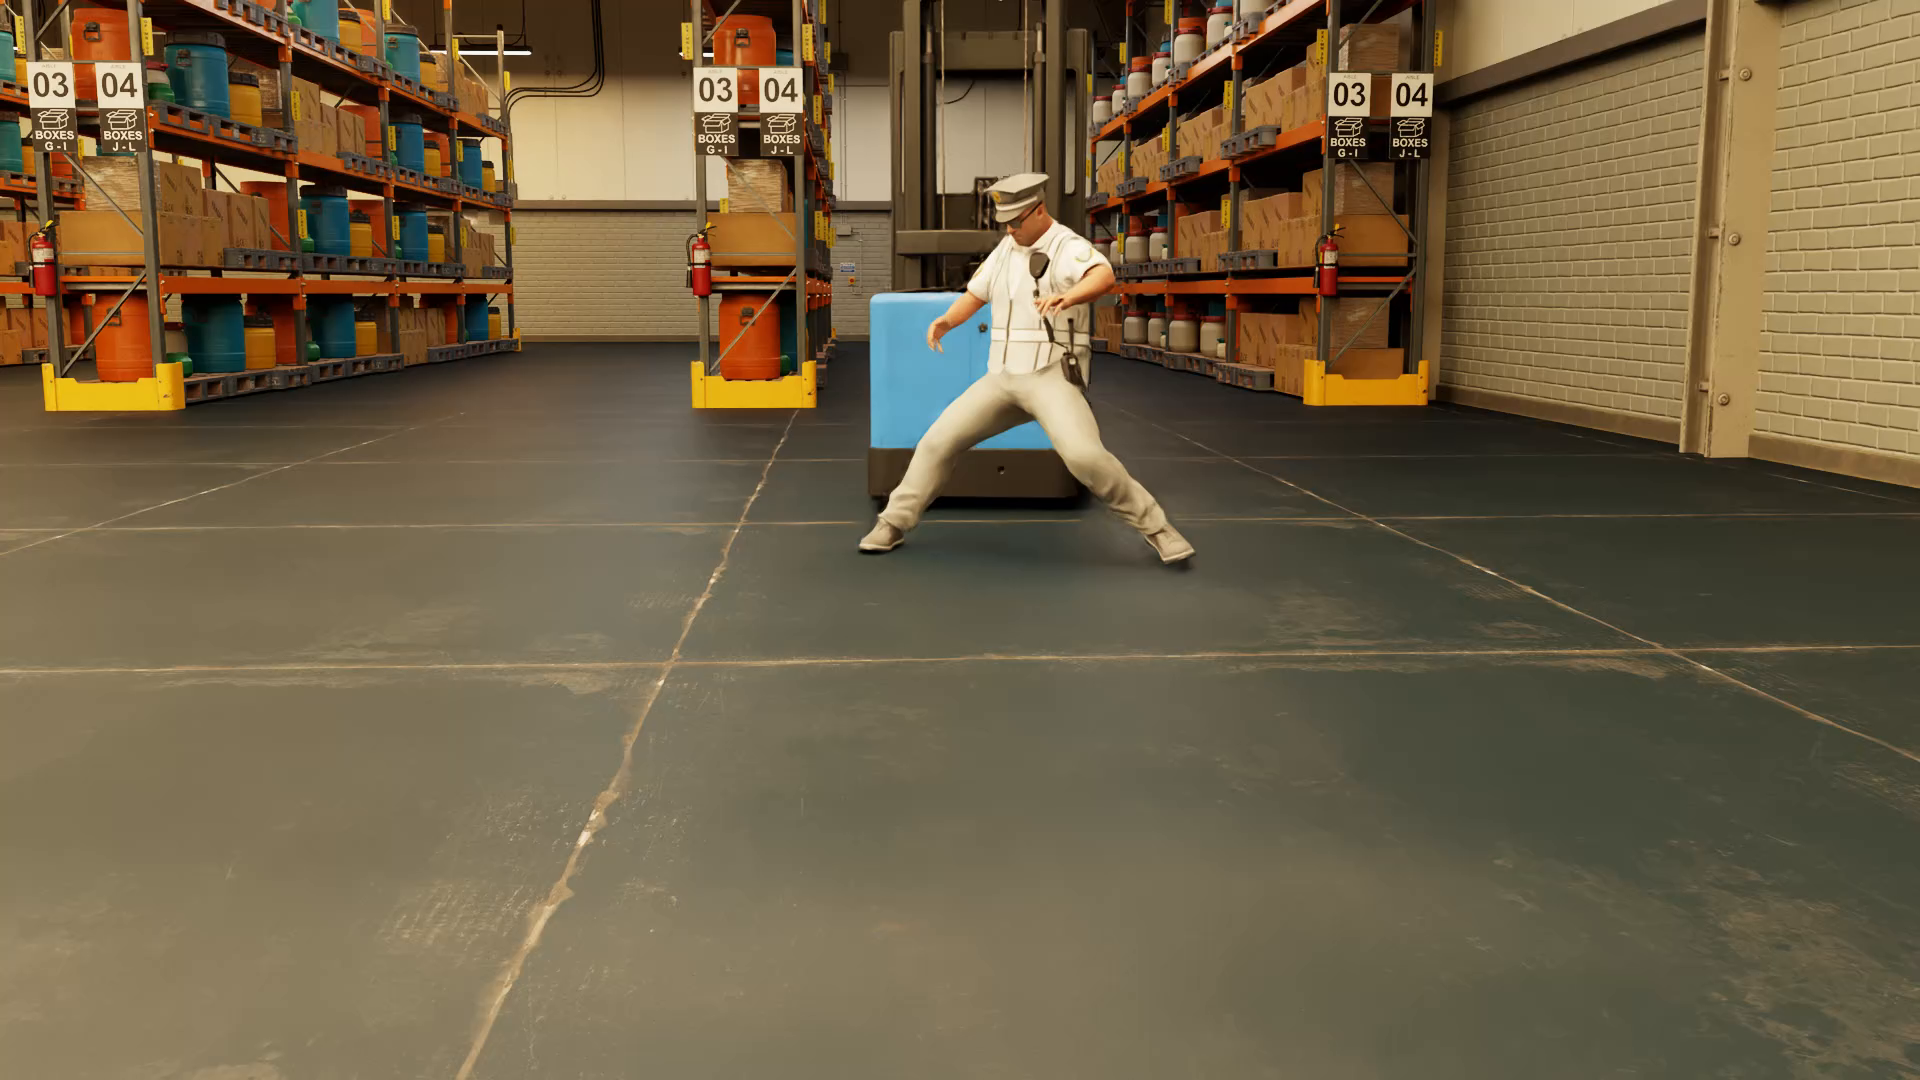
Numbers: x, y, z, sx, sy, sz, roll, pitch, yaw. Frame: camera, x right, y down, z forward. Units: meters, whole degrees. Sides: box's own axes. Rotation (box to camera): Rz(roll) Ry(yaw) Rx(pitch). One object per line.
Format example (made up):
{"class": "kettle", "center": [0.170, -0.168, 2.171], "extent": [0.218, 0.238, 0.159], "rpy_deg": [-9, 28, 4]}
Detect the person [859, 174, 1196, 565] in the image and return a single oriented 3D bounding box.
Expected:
{"class": "person", "center": [0.252, -0.694, 6.700], "extent": [0.838, 1.546, 1.320], "rpy_deg": [-8, 12, -43]}

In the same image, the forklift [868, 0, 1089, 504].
{"class": "forklift", "center": [0.179, -1.812, 9.536], "extent": [1.130, 2.935, 3.031], "rpy_deg": [1, 8, 5]}
